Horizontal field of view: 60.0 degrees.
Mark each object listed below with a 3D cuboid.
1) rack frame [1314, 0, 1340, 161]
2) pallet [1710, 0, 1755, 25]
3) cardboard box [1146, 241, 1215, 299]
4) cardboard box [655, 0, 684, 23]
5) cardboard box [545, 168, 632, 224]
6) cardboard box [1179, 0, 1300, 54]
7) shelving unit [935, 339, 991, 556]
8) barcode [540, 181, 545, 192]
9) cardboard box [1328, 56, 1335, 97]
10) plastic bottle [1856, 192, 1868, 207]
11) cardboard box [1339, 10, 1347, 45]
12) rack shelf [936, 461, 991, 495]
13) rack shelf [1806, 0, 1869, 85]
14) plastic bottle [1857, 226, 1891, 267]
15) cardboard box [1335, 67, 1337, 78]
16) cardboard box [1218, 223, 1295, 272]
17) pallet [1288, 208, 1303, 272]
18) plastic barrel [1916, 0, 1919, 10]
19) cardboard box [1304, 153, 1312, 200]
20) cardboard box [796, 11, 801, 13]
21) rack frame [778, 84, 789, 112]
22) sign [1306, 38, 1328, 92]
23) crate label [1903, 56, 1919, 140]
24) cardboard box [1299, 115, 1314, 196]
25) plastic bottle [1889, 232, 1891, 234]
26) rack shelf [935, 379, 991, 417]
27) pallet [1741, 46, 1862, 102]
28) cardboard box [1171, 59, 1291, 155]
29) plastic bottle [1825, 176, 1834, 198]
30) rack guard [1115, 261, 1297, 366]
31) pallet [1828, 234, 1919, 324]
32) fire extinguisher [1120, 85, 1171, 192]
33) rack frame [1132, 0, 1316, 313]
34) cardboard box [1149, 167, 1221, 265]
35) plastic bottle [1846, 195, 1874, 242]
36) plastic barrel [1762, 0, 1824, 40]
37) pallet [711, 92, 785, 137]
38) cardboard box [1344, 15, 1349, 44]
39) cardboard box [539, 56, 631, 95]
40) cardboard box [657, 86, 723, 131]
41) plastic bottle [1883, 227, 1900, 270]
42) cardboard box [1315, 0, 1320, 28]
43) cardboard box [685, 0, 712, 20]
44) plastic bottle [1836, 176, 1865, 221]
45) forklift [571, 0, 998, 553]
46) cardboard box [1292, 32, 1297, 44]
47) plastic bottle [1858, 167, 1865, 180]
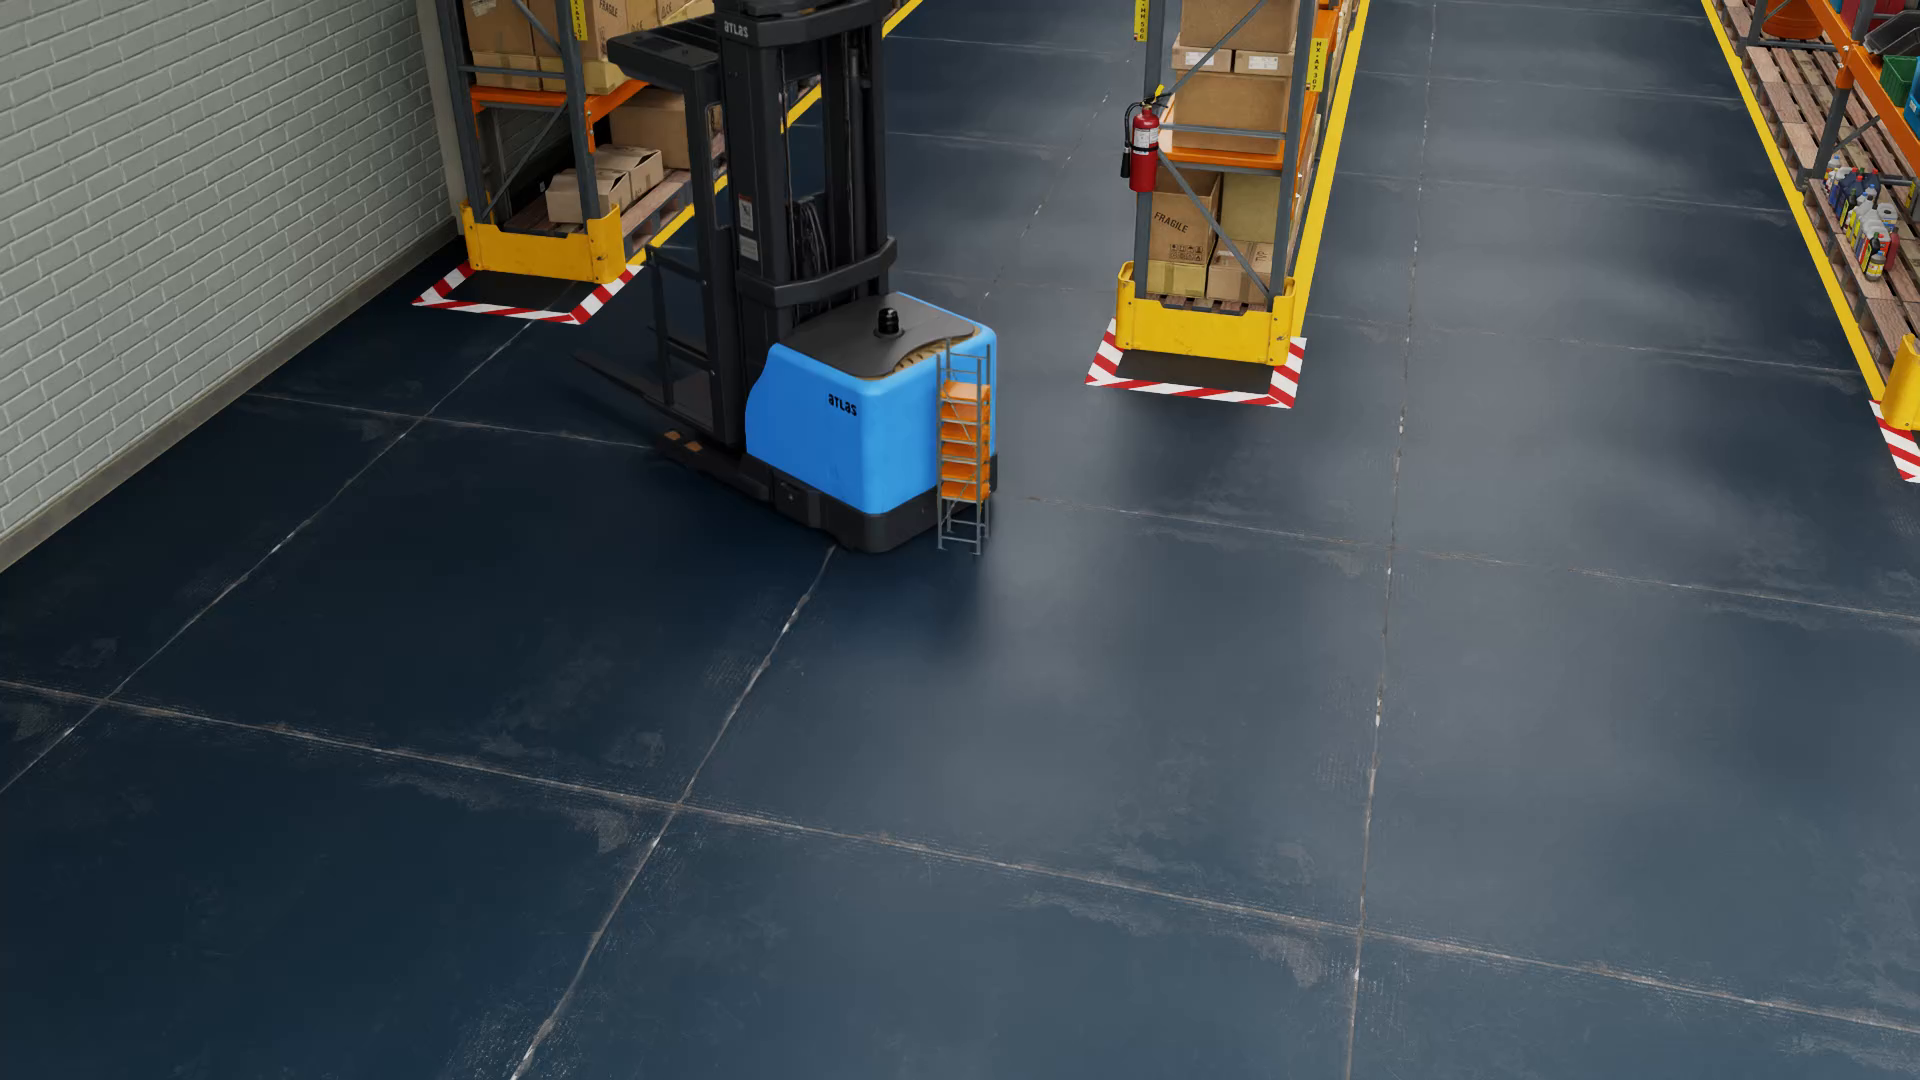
[{"bbox_3d":[2.679,-4.683,13.891,1.000,3.000,0.127,8,33,12],"label":"rack frame"},{"bbox_3d":[8.956,-5.952,18.485,1.003,0.211,1.213,8,33,12],"label":"pallet"},{"bbox_3d":[1.515,-1.943,11.752,0.500,0.250,0.500,8,33,12],"label":"cardboard box"},{"bbox_3d":[-2.444,-4.271,12.664,0.500,0.500,0.500,7,33,11],"label":"cardboard box"},{"bbox_3d":[-2.866,-2.678,12.832,0.500,0.311,0.500,4,33,7],"label":"cardboard box"},{"bbox_3d":[1.808,-3.465,10.672,0.700,0.500,0.500,8,33,13],"label":"cardboard box"},{"bbox_3d":[0.019,-0.486,8.967,0.258,1.200,0.189,8,33,13],"label":"shelving unit"},{"bbox_3d":[-3.248,-2.746,12.930,0.001,0.075,0.075,8,33,12],"label":"barcode"},{"bbox_3d":[3.025,-4.117,14.649,0.500,0.311,0.500,8,33,13],"label":"cardboard box"},{"bbox_3d":[6.814,-2.500,12.589,0.097,0.271,0.097,0,32,0],"label":"plastic bottle"},{"bbox_3d":[3.414,-4.915,15.905,0.500,0.311,0.500,9,34,14],"label":"cardboard box"},{"bbox_3d":[0.019,-0.348,9.055,0.258,0.103,0.180,8,33,13],"label":"rack shelf"},{"bbox_3d":[7.977,-4.741,14.652,1.077,0.370,4.000,8,33,12],"label":"rack shelf"},{"bbox_3d":[6.587,-2.107,11.967,0.152,0.276,0.135,8,33,13],"label":"plastic bottle"},{"bbox_3d":[3.281,-4.410,15.632,0.500,0.250,0.500,7,33,11],"label":"cardboard box"},{"bbox_3d":[2.139,-2.132,12.050,0.500,0.250,0.500,8,33,12],"label":"cardboard box"},{"bbox_3d":[2.129,-2.465,13.000,1.003,0.211,1.213,8,33,12],"label":"pallet"},{"bbox_3d":[7.861,-4.378,12.943,0.600,0.901,0.708,8,33,12],"label":"plastic barrel"},{"bbox_3d":[2.524,-2.910,13.273,0.500,0.250,0.500,8,33,12],"label":"cardboard box"},{"bbox_3d":[-1.942,-4.871,16.106,0.700,0.500,0.500,9,34,14],"label":"cardboard box"},{"bbox_3d":[-2.113,-5.356,14.949,1.000,3.000,0.127,8,33,12],"label":"rack frame"},{"bbox_3d":[2.200,-2.928,10.248,0.100,0.325,0.005,8,33,12],"label":"sign"},{"bbox_3d":[6.660,-2.938,11.113,0.502,0.435,0.616,8,33,12],"label":"crate label"},{"bbox_3d":[2.399,-2.967,12.663,0.500,0.500,0.500,8,33,12],"label":"cardboard box"},{"bbox_3d":[6.748,-2.140,12.089,0.097,0.201,0.097,0,32,0],"label":"plastic bottle"},{"bbox_3d":[0.019,-0.753,8.797,0.258,0.103,0.180,8,33,13],"label":"rack shelf"},{"bbox_3d":[8.251,-4.509,16.216,1.003,0.211,1.213,8,33,12],"label":"pallet"},{"bbox_3d":[1.795,-2.890,10.977,0.700,0.500,0.500,8,33,12],"label":"cardboard box"},{"bbox_3d":[6.913,-2.801,13.127,0.097,0.201,0.097,0,32,0],"label":"plastic bottle"},{"bbox_3d":[1.658,-1.540,11.277,1.175,0.500,0.348,8,33,12],"label":"rack guard"},{"bbox_3d":[6.951,-1.852,12.037,1.003,0.211,1.213,8,33,12],"label":"pallet"},{"bbox_3d":[1.185,-2.577,10.649,0.296,0.674,0.183,8,33,12],"label":"fire extinguisher"},{"bbox_3d":[1.664,-2.608,10.626,1.000,3.000,0.127,8,33,12],"label":"rack frame"},{"bbox_3d":[1.512,-2.260,11.551,0.500,0.500,0.500,8,33,12],"label":"cardboard box"},{"bbox_3d":[6.708,-2.394,12.348,0.144,0.351,0.185,8,33,12],"label":"plastic bottle"},{"bbox_3d":[8.592,-5.600,16.965,0.600,0.830,0.708,8,33,12],"label":"plastic barrel"},{"bbox_3d":[-2.249,-3.826,15.141,1.003,0.211,1.213,8,33,12],"label":"pallet"},{"bbox_3d":[3.669,-5.202,16.878,0.500,0.250,0.500,8,33,12],"label":"cardboard box"},{"bbox_3d":[-2.697,-3.435,12.049,0.500,0.250,0.500,7,33,11],"label":"cardboard box"},{"bbox_3d":[-2.338,-3.943,14.645,0.500,0.500,0.500,6,33,9],"label":"cardboard box"},{"bbox_3d":[6.690,-2.096,11.943,0.061,0.283,0.133,8,33,12],"label":"plastic bottle"},{"bbox_3d":[2.573,-4.494,13.500,0.700,0.500,0.500,7,33,11],"label":"cardboard box"},{"bbox_3d":[-2.314,-4.232,13.302,0.500,0.250,0.500,8,33,13],"label":"cardboard box"},{"bbox_3d":[6.815,-2.614,12.695,0.144,0.351,0.185,7,33,10],"label":"plastic bottle"},{"bbox_3d":[-1.202,-1.841,9.484,3.031,2.935,1.130,27,41,35],"label":"forklift"},{"bbox_3d":[2.036,-3.235,10.915,0.380,0.149,0.250,7,33,11],"label":"cardboard box"},{"bbox_3d":[7.012,-2.755,12.979,0.061,0.283,0.133,8,33,12],"label":"plastic bottle"}]
